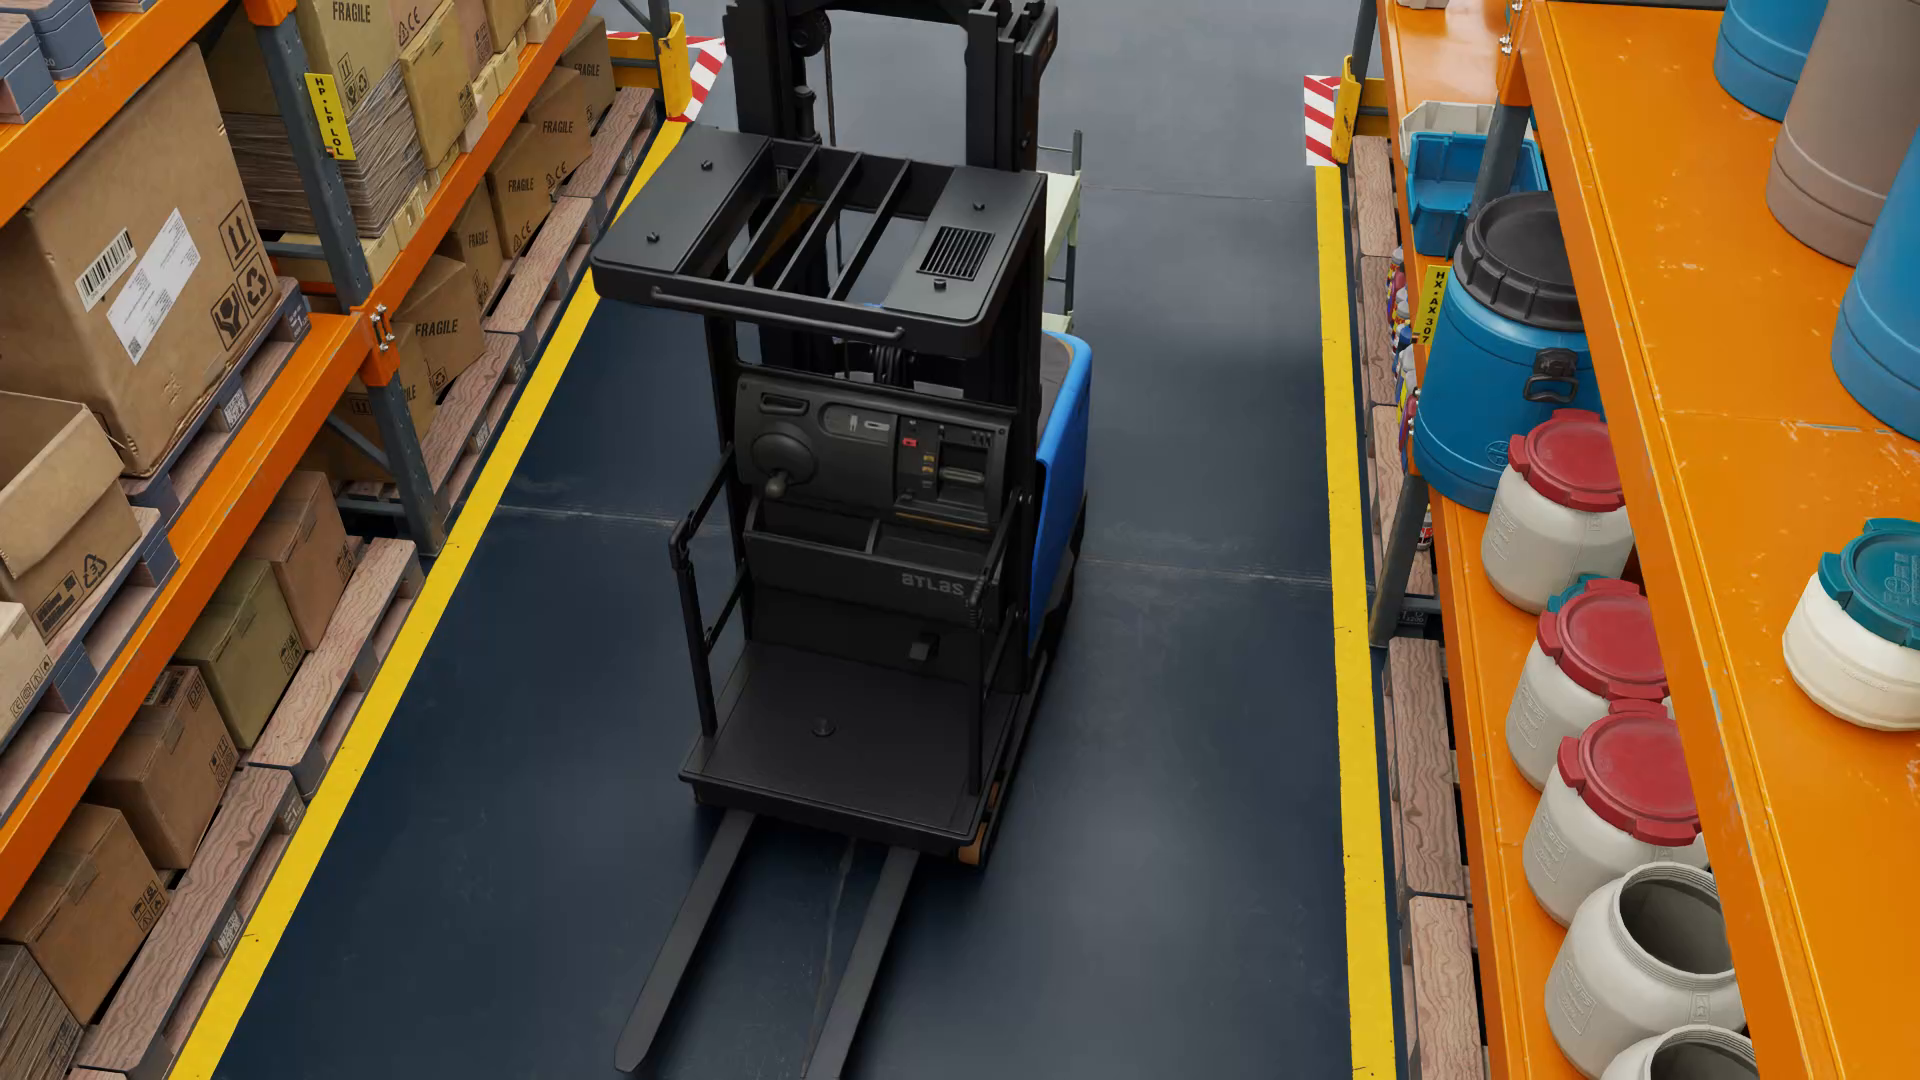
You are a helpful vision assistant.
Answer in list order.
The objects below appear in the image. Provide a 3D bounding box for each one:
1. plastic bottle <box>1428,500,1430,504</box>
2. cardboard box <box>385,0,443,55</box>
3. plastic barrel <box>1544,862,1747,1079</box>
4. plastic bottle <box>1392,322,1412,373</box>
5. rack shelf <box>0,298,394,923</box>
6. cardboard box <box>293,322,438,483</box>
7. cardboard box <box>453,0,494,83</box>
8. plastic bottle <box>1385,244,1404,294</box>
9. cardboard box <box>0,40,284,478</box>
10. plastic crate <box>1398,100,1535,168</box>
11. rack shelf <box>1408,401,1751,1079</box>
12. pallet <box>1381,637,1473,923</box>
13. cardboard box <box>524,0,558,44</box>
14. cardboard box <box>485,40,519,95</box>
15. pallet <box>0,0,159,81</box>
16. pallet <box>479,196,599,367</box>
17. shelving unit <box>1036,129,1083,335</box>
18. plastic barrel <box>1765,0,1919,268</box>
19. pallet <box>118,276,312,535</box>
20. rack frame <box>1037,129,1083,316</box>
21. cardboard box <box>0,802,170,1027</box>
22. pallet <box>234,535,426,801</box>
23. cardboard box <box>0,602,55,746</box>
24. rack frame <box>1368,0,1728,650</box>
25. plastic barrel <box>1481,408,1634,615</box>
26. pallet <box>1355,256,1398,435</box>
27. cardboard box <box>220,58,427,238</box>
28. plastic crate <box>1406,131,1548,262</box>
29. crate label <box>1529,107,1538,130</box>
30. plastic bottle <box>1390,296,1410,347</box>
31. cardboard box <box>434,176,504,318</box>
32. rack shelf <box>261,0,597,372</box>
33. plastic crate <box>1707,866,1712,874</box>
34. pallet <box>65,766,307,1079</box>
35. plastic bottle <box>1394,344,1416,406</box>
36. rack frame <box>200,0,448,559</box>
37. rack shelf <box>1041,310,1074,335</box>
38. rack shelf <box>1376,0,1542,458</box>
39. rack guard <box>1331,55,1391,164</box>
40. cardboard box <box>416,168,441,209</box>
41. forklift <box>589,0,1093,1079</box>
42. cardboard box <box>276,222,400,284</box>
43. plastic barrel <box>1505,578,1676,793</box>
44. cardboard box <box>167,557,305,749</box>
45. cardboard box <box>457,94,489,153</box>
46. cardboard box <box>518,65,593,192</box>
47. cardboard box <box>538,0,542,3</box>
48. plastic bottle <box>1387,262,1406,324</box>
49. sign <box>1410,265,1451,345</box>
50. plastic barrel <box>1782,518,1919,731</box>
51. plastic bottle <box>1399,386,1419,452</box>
[{"bbox_3d":[1.972,-0.308,7.001,0.144,0.351,0.185,4,44,4],"label":"plastic bottle"},{"bbox_3d":[-2.361,-2.227,6.404,0.500,0.500,0.500,5,44,6],"label":"cardboard box"},{"bbox_3d":[1.623,1.033,3.897,0.421,0.512,0.421,0,43,0],"label":"plastic barrel"},{"bbox_3d":[2.067,-0.893,7.676,0.097,0.271,0.097,0,43,0],"label":"plastic bottle"},{"bbox_3d":[-3.002,0.529,5.033,1.077,0.370,4.000,5,44,6],"label":"rack shelf"},{"bbox_3d":[-2.645,-0.609,7.225,0.500,0.500,0.500,4,44,4],"label":"cardboard box"},{"bbox_3d":[-2.549,-2.228,7.133,0.875,0.500,0.500,5,44,6],"label":"cardboard box"},{"bbox_3d":[2.152,-1.333,8.141,0.097,0.271,0.097,0,43,0],"label":"plastic bottle"},{"bbox_3d":[-2.981,-0.937,5.316,1.000,1.000,1.000,6,44,6],"label":"cardboard box"},{"bbox_3d":[2.136,-1.679,7.034,0.530,0.136,0.437,5,44,6],"label":"plastic crate"},{"bbox_3d":[1.908,0.979,4.558,1.077,0.370,4.000,5,44,6],"label":"rack shelf"},{"bbox_3d":[2.107,0.906,6.140,1.003,0.211,1.213,5,44,6],"label":"pallet"},{"bbox_3d":[-2.136,-2.486,7.876,0.380,0.149,0.250,5,44,6],"label":"cardboard box"},{"bbox_3d":[-2.226,-2.147,7.519,0.380,0.149,0.250,5,44,6],"label":"cardboard box"},{"bbox_3d":[-2.925,-1.706,4.825,1.213,0.211,1.003,5,44,6],"label":"pallet"},{"bbox_3d":[-2.525,-1.378,8.552,1.003,0.211,1.213,5,44,6],"label":"pallet"},{"bbox_3d":[0.212,-0.932,7.144,0.431,1.500,0.755,11,45,11],"label":"shelving unit"},{"bbox_3d":[2.234,-1.105,3.689,0.600,0.901,0.600,0,43,0],"label":"plastic barrel"},{"bbox_3d":[-2.983,-0.518,5.755,1.003,0.211,1.213,5,44,6],"label":"pallet"},{"bbox_3d":[0.311,-1.175,7.400,0.400,1.500,0.023,11,45,11],"label":"rack frame"},{"bbox_3d":[-3.069,1.154,5.348,0.700,0.500,0.500,9,44,9],"label":"cardboard box"},{"bbox_3d":[-2.839,0.448,6.624,1.003,0.211,1.213,5,44,6],"label":"pallet"},{"bbox_3d":[-2.817,0.411,4.438,0.500,0.250,0.500,4,44,4],"label":"cardboard box"},{"bbox_3d":[2.172,-0.645,5.750,1.000,3.000,0.127,5,44,6],"label":"rack frame"},{"bbox_3d":[1.828,-0.063,5.036,0.433,0.535,0.433,0,43,0],"label":"plastic barrel"},{"bbox_3d":[2.461,-0.921,8.069,1.003,0.211,1.213,5,44,6],"label":"pallet"},{"bbox_3d":[-2.617,-1.541,6.407,0.875,0.500,0.500,5,44,6],"label":"cardboard box"},{"bbox_3d":[2.049,-1.370,6.624,0.499,0.251,0.616,5,44,6],"label":"plastic crate"},{"bbox_3d":[2.726,-2.105,7.266,0.502,0.435,0.616,5,44,6],"label":"crate label"},{"bbox_3d":[2.094,-1.031,7.822,0.097,0.271,0.097,0,43,0],"label":"plastic bottle"},{"bbox_3d":[-2.572,-1.431,8.092,0.500,0.500,0.500,2,43,2],"label":"cardboard box"},{"bbox_3d":[-2.473,-2.197,7.912,1.077,0.370,4.000,5,44,6],"label":"rack shelf"},{"bbox_3d":[2.222,0.644,4.542,0.450,0.188,0.662,5,44,6],"label":"plastic crate"},{"bbox_3d":[-2.998,1.282,5.743,1.003,0.211,1.213,5,44,6],"label":"pallet"},{"bbox_3d":[2.065,-0.742,7.514,0.152,0.276,0.135,6,44,6],"label":"plastic bottle"},{"bbox_3d":[-2.737,-1.096,6.225,1.000,3.000,0.127,5,44,6],"label":"rack frame"},{"bbox_3d":[0.212,-0.695,7.368,0.431,0.370,0.720,11,45,11],"label":"rack shelf"},{"bbox_3d":[2.437,-1.747,7.437,1.077,0.370,4.000,5,44,6],"label":"rack shelf"},{"bbox_3d":[2.738,-2.408,9.429,1.175,0.500,0.348,5,44,6],"label":"rack guard"},{"bbox_3d":[-2.359,-1.466,6.799,0.380,0.149,0.250,5,44,6],"label":"cardboard box"},{"bbox_3d":[-0.353,-0.195,5.325,1.130,2.935,3.031,11,45,11],"label":"forklift"},{"bbox_3d":[-2.411,-1.124,6.438,0.380,0.149,0.250,5,44,6],"label":"cardboard box"},{"bbox_3d":[1.731,0.437,4.508,0.433,0.535,0.433,0,43,0],"label":"plastic barrel"},{"bbox_3d":[-2.922,0.392,6.152,0.700,0.500,0.500,5,44,5],"label":"cardboard box"},{"bbox_3d":[-2.262,-1.804,7.156,0.380,0.149,0.250,5,44,6],"label":"cardboard box"},{"bbox_3d":[-2.353,-2.232,8.938,0.500,0.500,0.500,16,46,16],"label":"cardboard box"},{"bbox_3d":[-2.365,-2.905,7.847,0.875,0.500,0.500,5,44,6],"label":"cardboard box"},{"bbox_3d":[2.104,-1.185,7.975,0.061,0.283,0.133,6,44,6],"label":"plastic bottle"},{"bbox_3d":[1.628,-0.803,5.716,0.100,0.325,0.005,5,44,6],"label":"sign"},{"bbox_3d":[1.580,0.154,2.825,0.301,0.262,0.301,0,43,0],"label":"plastic barrel"},{"bbox_3d":[1.977,-0.529,7.283,0.061,0.283,0.133,8,44,8],"label":"plastic bottle"}]
